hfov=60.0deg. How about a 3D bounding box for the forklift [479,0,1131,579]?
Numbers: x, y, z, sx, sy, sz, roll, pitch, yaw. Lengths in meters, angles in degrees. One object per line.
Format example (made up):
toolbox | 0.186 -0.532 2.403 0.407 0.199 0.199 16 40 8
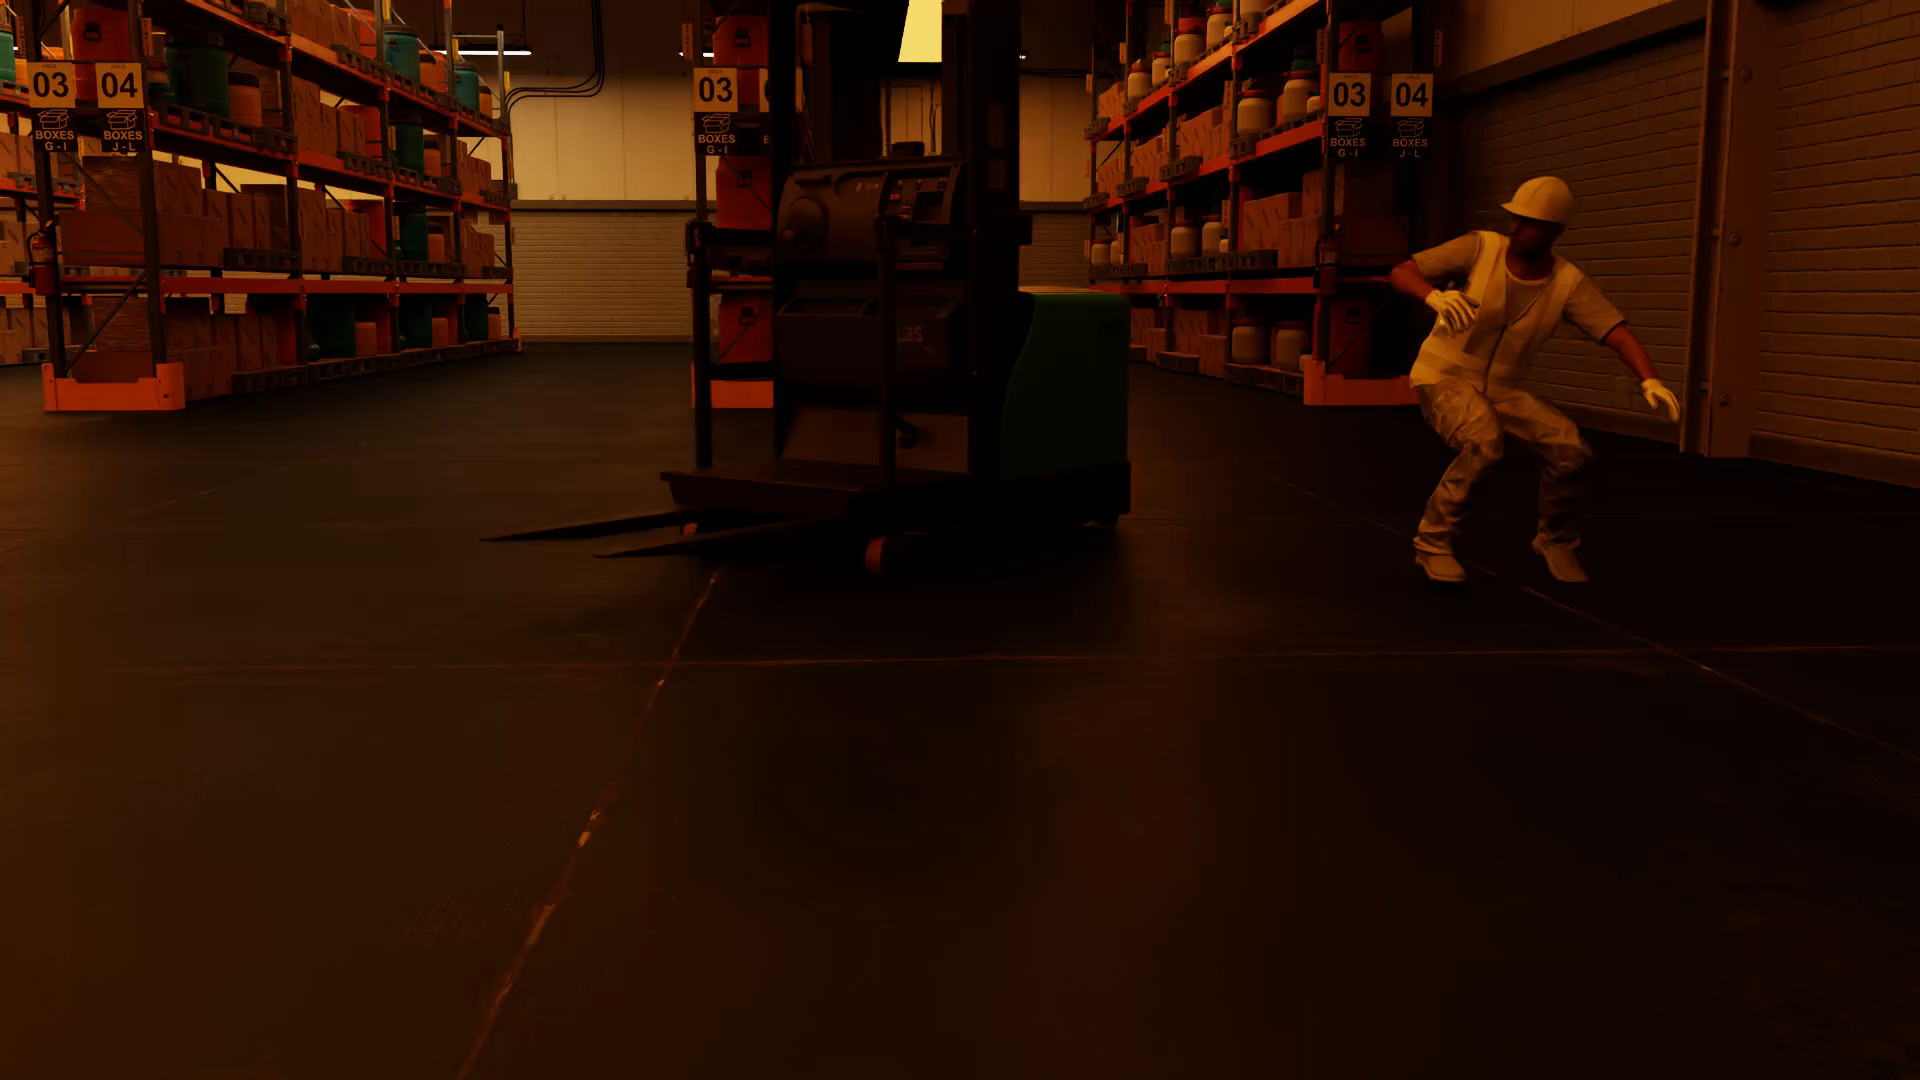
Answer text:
forklift | -0.506 -1.382 6.641 1.130 2.935 3.031 6 11 37

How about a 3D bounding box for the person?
person | 2.017 -0.548 6.040 0.825 1.513 0.926 -2 9 -11
